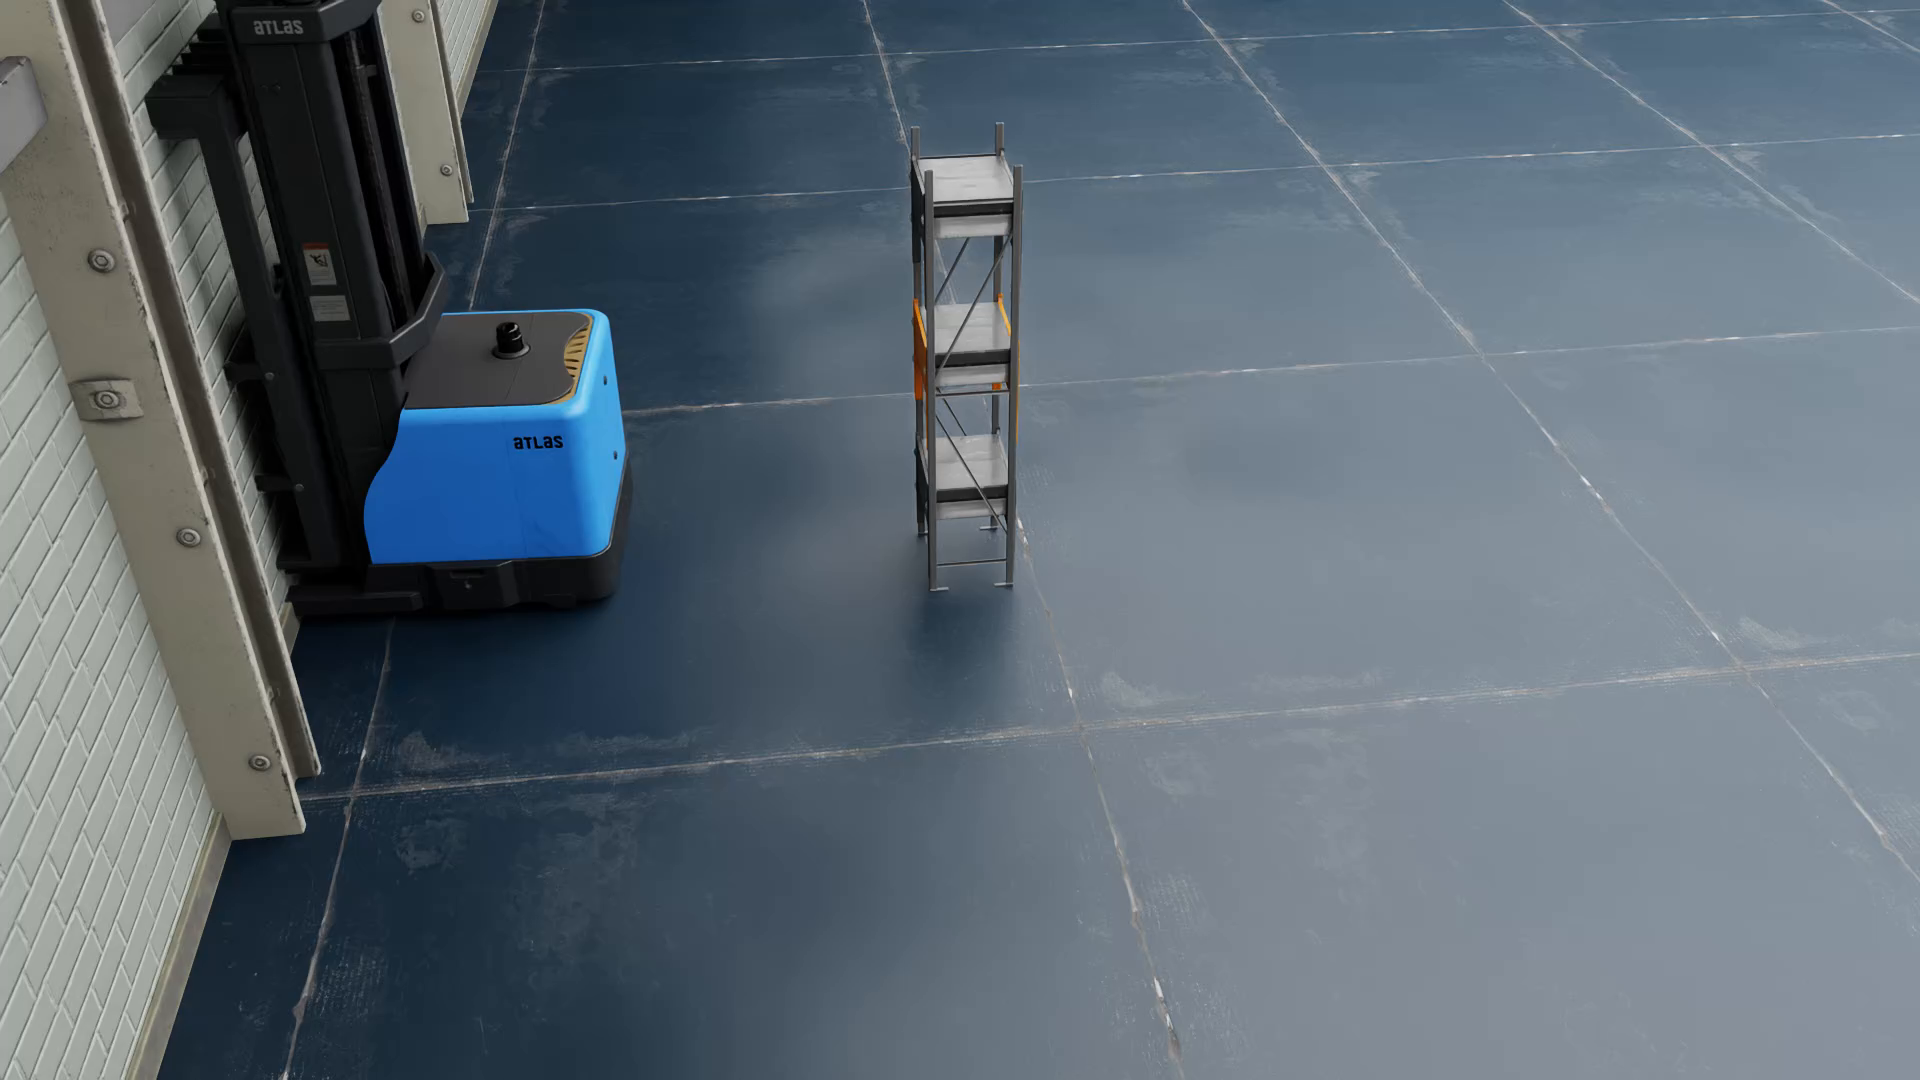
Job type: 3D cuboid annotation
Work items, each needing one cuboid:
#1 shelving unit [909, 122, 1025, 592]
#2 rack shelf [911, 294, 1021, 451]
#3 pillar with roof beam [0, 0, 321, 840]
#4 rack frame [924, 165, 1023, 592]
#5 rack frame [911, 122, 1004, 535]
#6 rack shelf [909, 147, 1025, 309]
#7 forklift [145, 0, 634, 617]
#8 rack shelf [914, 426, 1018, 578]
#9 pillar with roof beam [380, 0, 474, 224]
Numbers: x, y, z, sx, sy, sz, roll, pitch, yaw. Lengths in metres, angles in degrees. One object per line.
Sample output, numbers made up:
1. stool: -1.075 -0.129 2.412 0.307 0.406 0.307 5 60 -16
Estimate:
1. shelving unit: 0.022 -0.775 7.523 0.431 2.100 0.503 -4 35 -6
2. rack shelf: 0.022 -0.764 7.531 0.431 0.518 0.480 -4 35 -6
3. pillar with roof beam: 1.499 -2.987 4.643 9.100 9.000 0.400 -4 35 -6
4. rack frame: 0.055 -0.639 7.323 0.400 2.100 0.015 -4 35 -6
5. rack frame: -0.011 -0.911 7.723 0.400 2.100 0.015 -4 35 -6
6. rack shelf: 0.022 -1.342 7.137 0.431 0.518 0.480 -4 35 -6
7. forklift: -3.151 -1.114 7.283 3.031 2.935 1.130 -2 34 -3
8. rack shelf: 0.022 -0.186 7.925 0.431 0.518 0.480 -4 35 -6
9. pillar with roof beam: 0.692 -6.336 9.556 9.100 9.000 0.400 -4 35 -6
